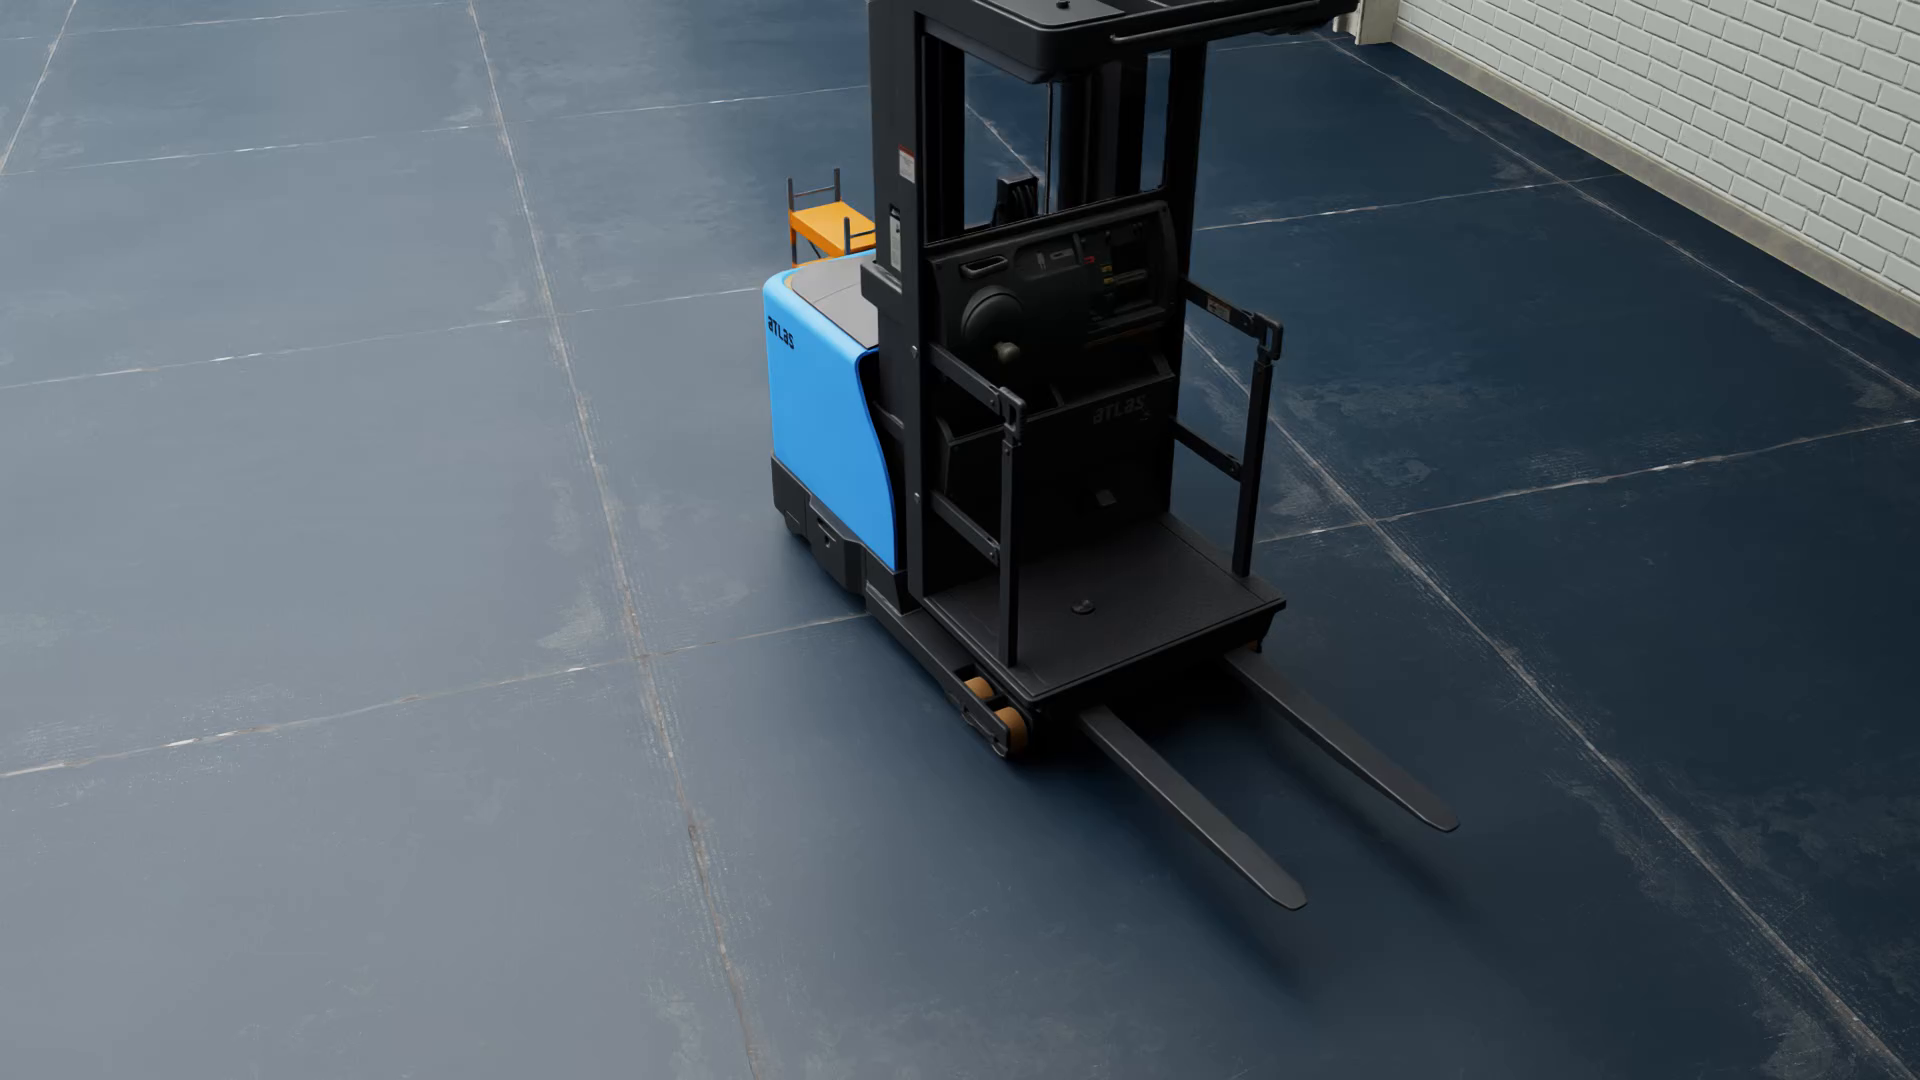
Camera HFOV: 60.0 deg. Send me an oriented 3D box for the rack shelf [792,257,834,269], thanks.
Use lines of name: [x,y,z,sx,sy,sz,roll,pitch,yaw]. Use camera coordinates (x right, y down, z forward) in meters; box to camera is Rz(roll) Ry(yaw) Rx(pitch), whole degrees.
rack shelf: [-0.478,-1.031,6.938,0.258,0.148,0.480,-19,38,-26]

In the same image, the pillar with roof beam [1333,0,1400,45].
pillar with roof beam: [-1.073,-6.816,8.902,9.100,9.000,0.400,-10,35,-15]

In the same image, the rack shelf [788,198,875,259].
rack shelf: [-0.478,-1.228,6.808,0.258,0.148,0.480,-19,38,-26]

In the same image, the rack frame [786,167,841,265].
rack frame: [-0.607,-1.015,7.198,0.240,1.200,0.015,-19,38,-26]

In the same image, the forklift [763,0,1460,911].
forklift: [0.437,-0.785,5.279,1.130,2.935,3.031,-19,38,-26]

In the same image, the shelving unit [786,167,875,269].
shelving unit: [-0.478,-0.901,7.025,0.258,1.200,0.503,-19,38,-26]

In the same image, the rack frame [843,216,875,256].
rack frame: [-0.350,-0.786,6.852,0.240,1.200,0.015,-19,38,-26]
